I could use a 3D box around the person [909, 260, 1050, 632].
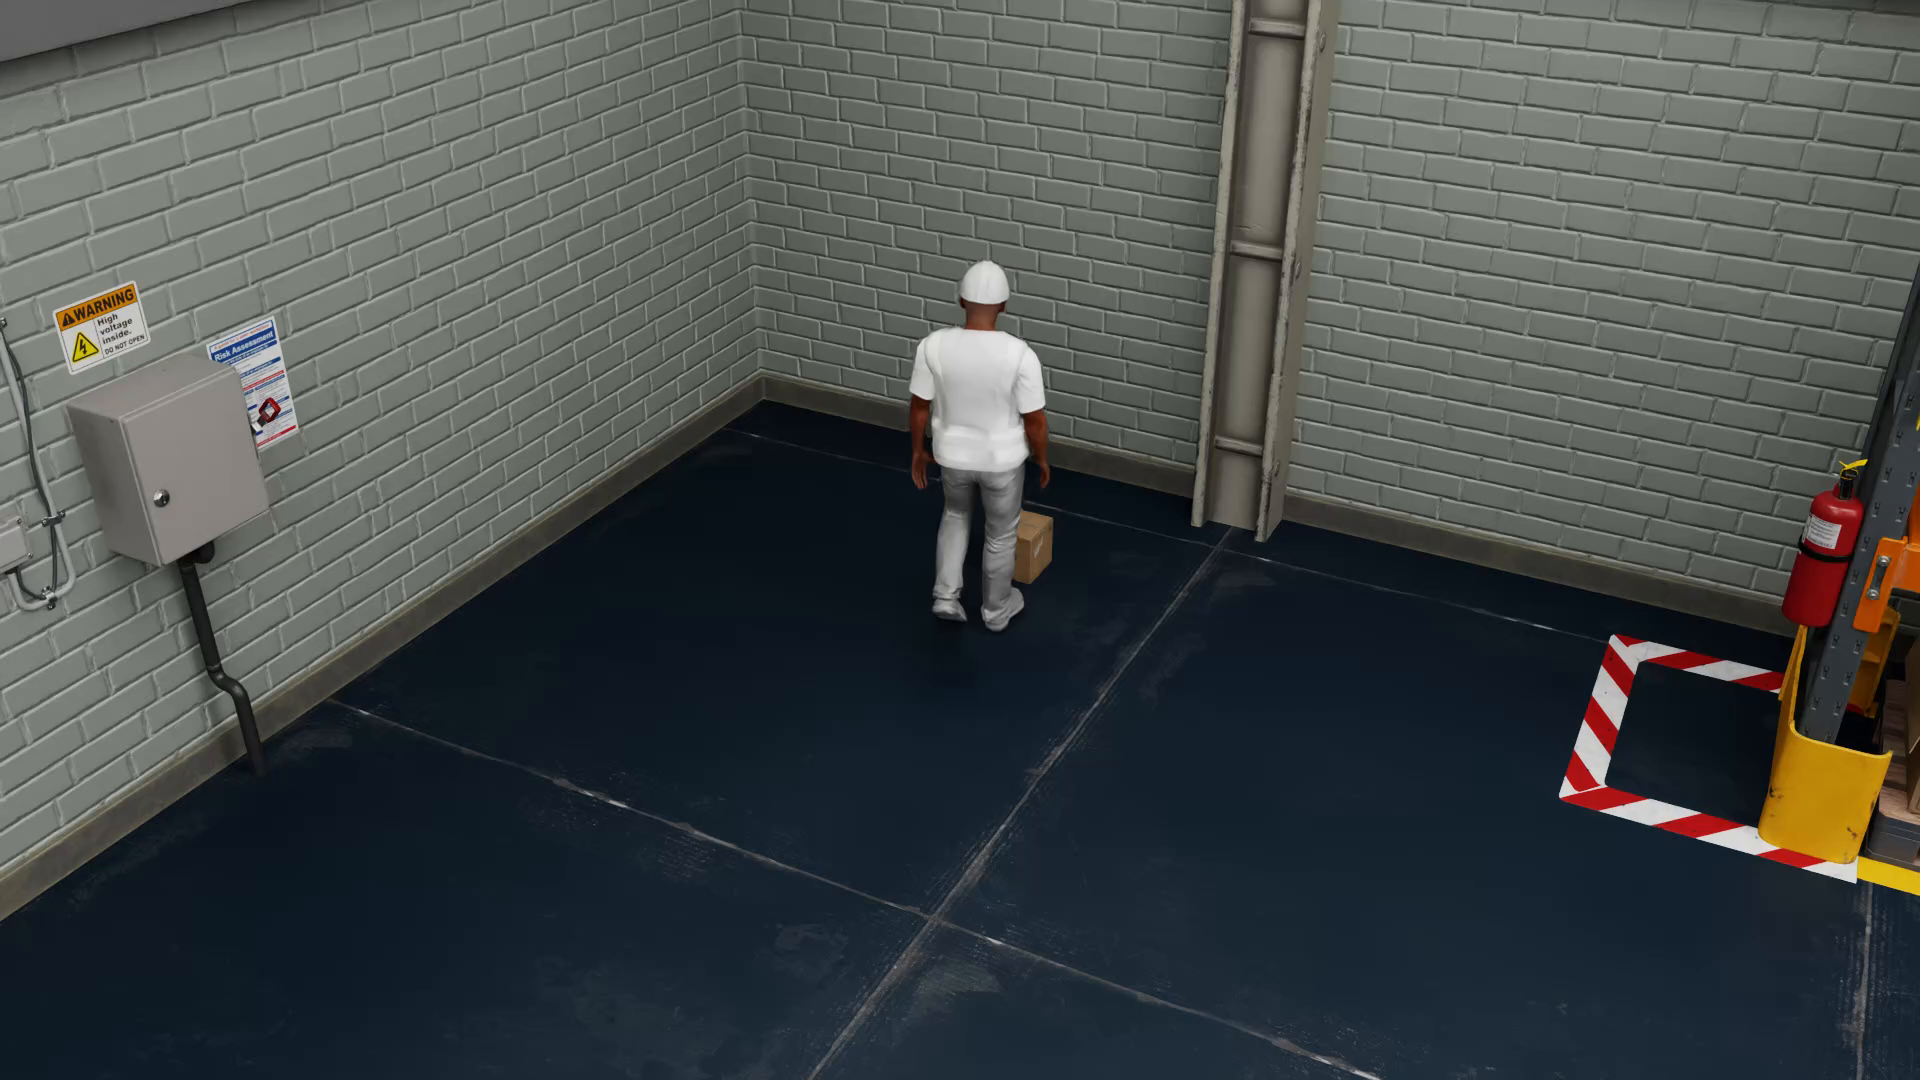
[{"bbox_3d":[0.096,-0.381,7.239,0.594,1.767,0.504,9,31,16],"label":"person"}]
